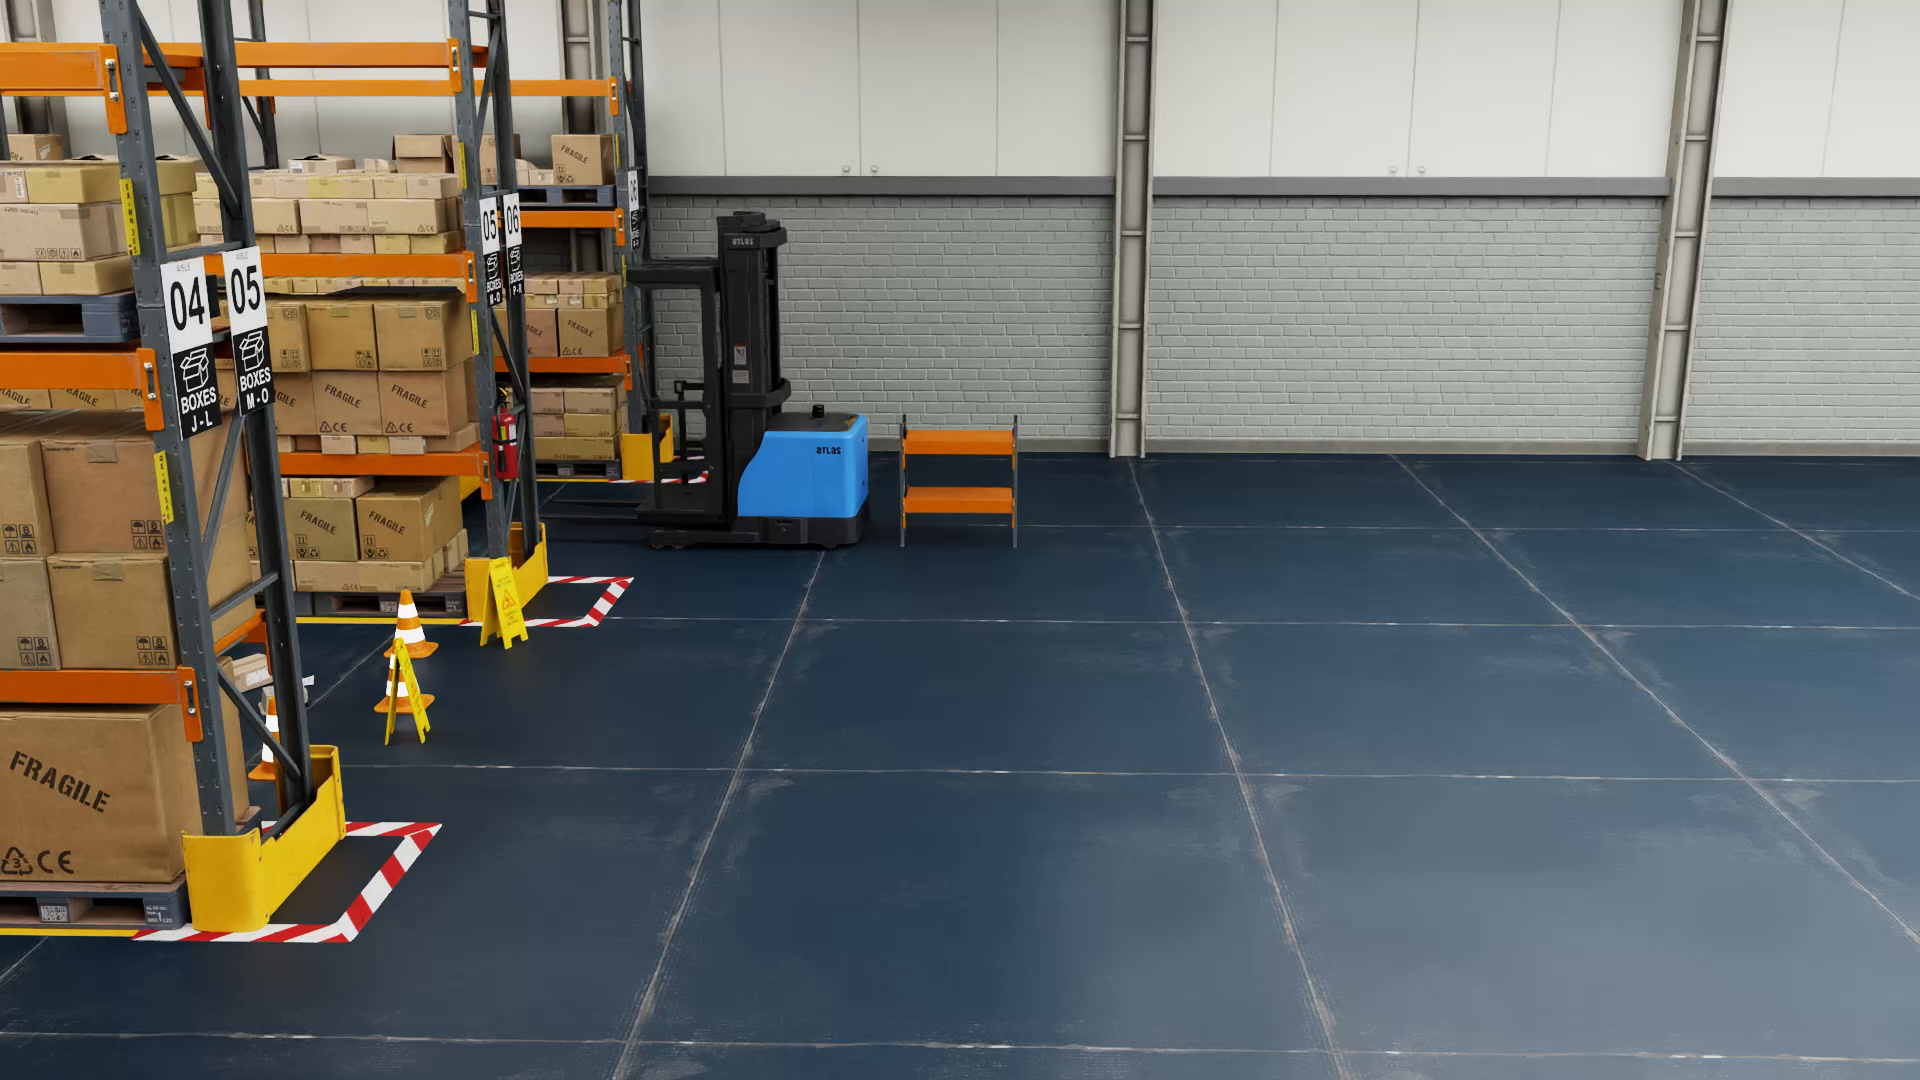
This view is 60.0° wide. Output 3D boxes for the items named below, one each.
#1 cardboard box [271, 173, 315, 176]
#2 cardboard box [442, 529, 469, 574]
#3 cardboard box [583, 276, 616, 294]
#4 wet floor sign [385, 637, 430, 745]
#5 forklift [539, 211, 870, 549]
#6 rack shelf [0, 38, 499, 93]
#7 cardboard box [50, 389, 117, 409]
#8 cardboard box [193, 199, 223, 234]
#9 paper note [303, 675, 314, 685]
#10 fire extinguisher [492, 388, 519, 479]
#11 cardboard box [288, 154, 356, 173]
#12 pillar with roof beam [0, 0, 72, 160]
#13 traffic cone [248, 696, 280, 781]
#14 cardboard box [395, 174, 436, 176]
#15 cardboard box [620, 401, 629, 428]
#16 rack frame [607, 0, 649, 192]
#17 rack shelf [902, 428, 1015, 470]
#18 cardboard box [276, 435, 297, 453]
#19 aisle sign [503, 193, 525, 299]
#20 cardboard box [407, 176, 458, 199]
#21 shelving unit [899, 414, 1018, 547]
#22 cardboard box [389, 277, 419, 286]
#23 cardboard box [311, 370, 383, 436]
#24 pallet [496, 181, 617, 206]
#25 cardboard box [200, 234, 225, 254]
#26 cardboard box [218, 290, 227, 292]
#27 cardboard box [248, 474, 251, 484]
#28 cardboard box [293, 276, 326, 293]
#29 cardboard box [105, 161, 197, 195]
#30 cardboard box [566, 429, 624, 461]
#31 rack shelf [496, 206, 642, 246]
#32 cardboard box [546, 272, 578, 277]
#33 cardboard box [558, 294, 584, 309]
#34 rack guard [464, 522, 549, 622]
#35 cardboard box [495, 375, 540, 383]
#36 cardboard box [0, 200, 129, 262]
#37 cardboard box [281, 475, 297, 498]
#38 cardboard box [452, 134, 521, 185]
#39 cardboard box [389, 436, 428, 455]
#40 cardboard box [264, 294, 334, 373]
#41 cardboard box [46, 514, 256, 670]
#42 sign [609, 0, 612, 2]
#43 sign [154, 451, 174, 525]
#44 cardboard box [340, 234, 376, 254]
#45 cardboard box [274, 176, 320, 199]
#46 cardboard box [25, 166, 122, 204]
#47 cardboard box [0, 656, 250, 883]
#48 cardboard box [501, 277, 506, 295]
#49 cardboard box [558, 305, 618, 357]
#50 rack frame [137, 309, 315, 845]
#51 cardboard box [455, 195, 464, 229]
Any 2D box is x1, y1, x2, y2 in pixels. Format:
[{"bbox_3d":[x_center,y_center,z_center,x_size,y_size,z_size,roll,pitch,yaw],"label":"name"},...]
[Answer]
[{"bbox_3d":[-5.161,-2.768,12.910,0.250,0.149,0.380,1,15,3],"label":"cardboard box"},{"bbox_3d":[-4.351,0.087,13.607,0.500,0.250,0.500,0,15,1],"label":"cardboard box"},{"bbox_3d":[-3.792,-2.684,17.492,0.250,0.149,0.380,0,15,2],"label":"cardboard box"},{"bbox_3d":[-3.497,0.933,10.448,0.232,0.644,0.267,-2,15,-8],"label":"wet floor sign"},{"bbox_3d":[-2.396,-1.471,15.080,3.031,2.935,1.130,1,15,4],"label":"forklift"},{"bbox_3d":[-5.551,-3.528,12.398,4.000,0.370,1.077,0,15,1],"label":"rack shelf"},{"bbox_3d":[-6.615,-1.110,12.800,0.500,0.500,0.500,0,15,1],"label":"cardboard box"},{"bbox_3d":[-5.596,-2.428,12.405,0.500,0.250,0.500,1,15,2],"label":"cardboard box"},{"bbox_3d":[-4.547,0.974,11.500,0.142,0.019,0.148,-5,16,-18],"label":"paper note"},{"bbox_3d":[-3.449,-0.808,12.584,0.183,0.674,0.296,0,15,1],"label":"fire extinguisher"},{"bbox_3d":[-6.602,-3.847,17.225,0.500,0.311,0.500,1,15,3],"label":"cardboard box"},{"bbox_3d":[-10.210,-4.306,13.930,0.400,9.000,9.100,0,15,1],"label":"pillar with roof beam"},{"bbox_3d":[-4.072,1.161,9.944,0.334,0.463,0.336,0,15,1],"label":"traffic cone"},{"bbox_3d":[-4.154,-2.730,12.767,0.250,0.149,0.380,0,15,1],"label":"cardboard box"},{"bbox_3d":[-3.893,-1.401,18.266,0.500,0.250,0.500,1,15,2],"label":"cardboard box"},{"bbox_3d":[-3.429,-5.130,17.055,0.127,3.000,1.000,0,15,1],"label":"rack frame"},{"bbox_3d":[-0.007,-0.827,15.032,1.000,0.278,0.538,0,15,1],"label":"rack shelf"},{"bbox_3d":[-5.211,-0.780,12.821,0.250,0.149,0.380,0,15,1],"label":"cardboard box"},{"bbox_3d":[-3.482,-2.299,12.989,0.004,0.787,0.394,0,15,1],"label":"aisle sign"},{"bbox_3d":[-3.897,-2.605,12.293,0.250,0.149,0.380,1,15,2],"label":"cardboard box"},{"bbox_3d":[-0.007,-0.544,15.107,1.048,1.125,0.538,0,15,1],"label":"shelving unit"},{"bbox_3d":[-5.826,-2.695,17.536,0.250,0.149,0.380,0,15,1],"label":"cardboard box"},{"bbox_3d":[-4.602,-1.093,12.735,0.500,0.500,0.500,0,15,2],"label":"cardboard box"},{"bbox_3d":[-4.135,-3.648,17.491,1.213,0.211,1.003,0,15,1],"label":"pallet"},{"bbox_3d":[-5.452,-2.222,12.405,0.250,0.149,0.380,0,15,1],"label":"cardboard box"},{"bbox_3d":[-7.774,-2.563,17.617,0.250,0.149,0.380,1,15,3],"label":"cardboard box"},{"bbox_3d":[-5.933,-0.284,13.545,0.500,0.500,0.500,1,15,4],"label":"cardboard box"},{"bbox_3d":[-6.852,-2.709,17.589,0.250,0.149,0.380,1,15,2],"label":"cardboard box"},{"bbox_3d":[-3.902,-1.750,8.032,0.250,0.149,0.380,1,15,2],"label":"cardboard box"},{"bbox_3d":[-3.906,-1.025,17.824,0.500,0.250,0.500,0,15,2],"label":"cardboard box"},{"bbox_3d":[-5.428,-3.345,17.579,4.000,0.370,1.077,0,15,1],"label":"rack shelf"},{"bbox_3d":[-4.284,-2.800,17.933,0.250,0.149,0.380,1,15,2],"label":"cardboard box"},{"bbox_3d":[-4.039,-2.516,17.440,0.250,0.149,0.380,1,15,2],"label":"cardboard box"},{"bbox_3d":[-3.628,0.245,13.343,0.348,0.500,1.175,0,15,1],"label":"rack guard"},{"bbox_3d":[-4.903,-1.646,18.216,0.500,0.250,0.500,0,15,1],"label":"cardboard box"},{"bbox_3d":[-4.073,-1.406,7.509,0.500,0.250,0.500,1,15,2],"label":"cardboard box"},{"bbox_3d":[-5.242,-0.442,12.870,0.250,0.149,0.380,1,15,4],"label":"cardboard box"},{"bbox_3d":[-4.899,-3.952,17.256,0.500,0.500,0.700,0,15,2],"label":"cardboard box"},{"bbox_3d":[-4.187,-0.763,12.756,0.250,0.149,0.380,0,15,1],"label":"cardboard box"},{"bbox_3d":[-5.086,-1.569,12.578,0.500,0.500,0.700,0,15,1],"label":"cardboard box"},{"bbox_3d":[-3.949,0.236,8.181,0.550,0.550,0.875,0,15,1],"label":"cardboard box"},{"bbox_3d":[-3.457,-5.482,16.401,0.005,0.325,0.100,0,15,1],"label":"sign"},{"bbox_3d":[-3.605,-0.237,7.533,0.005,0.325,0.100,0,15,1],"label":"sign"},{"bbox_3d":[-4.430,-2.227,12.424,0.250,0.149,0.380,1,15,3],"label":"cardboard box"},{"bbox_3d":[-4.906,-2.632,12.394,0.250,0.149,0.380,0,15,1],"label":"cardboard box"},{"bbox_3d":[-3.922,-1.582,7.397,0.250,0.149,0.380,1,15,2],"label":"cardboard box"},{"bbox_3d":[-4.257,1.136,8.405,0.875,0.875,0.875,0,15,2],"label":"cardboard box"},{"bbox_3d":[-4.812,-2.666,17.425,0.250,0.149,0.380,1,15,3],"label":"cardboard box"},{"bbox_3d":[-3.927,-2.214,17.566,0.500,0.500,0.500,0,15,0],"label":"cardboard box"},{"bbox_3d":[-3.577,0.299,8.235,0.127,3.000,1.000,0,15,1],"label":"rack frame"},{"bbox_3d":[-4.047,-2.556,12.891,0.500,0.250,0.500,0,15,0],"label":"cardboard box"}]
